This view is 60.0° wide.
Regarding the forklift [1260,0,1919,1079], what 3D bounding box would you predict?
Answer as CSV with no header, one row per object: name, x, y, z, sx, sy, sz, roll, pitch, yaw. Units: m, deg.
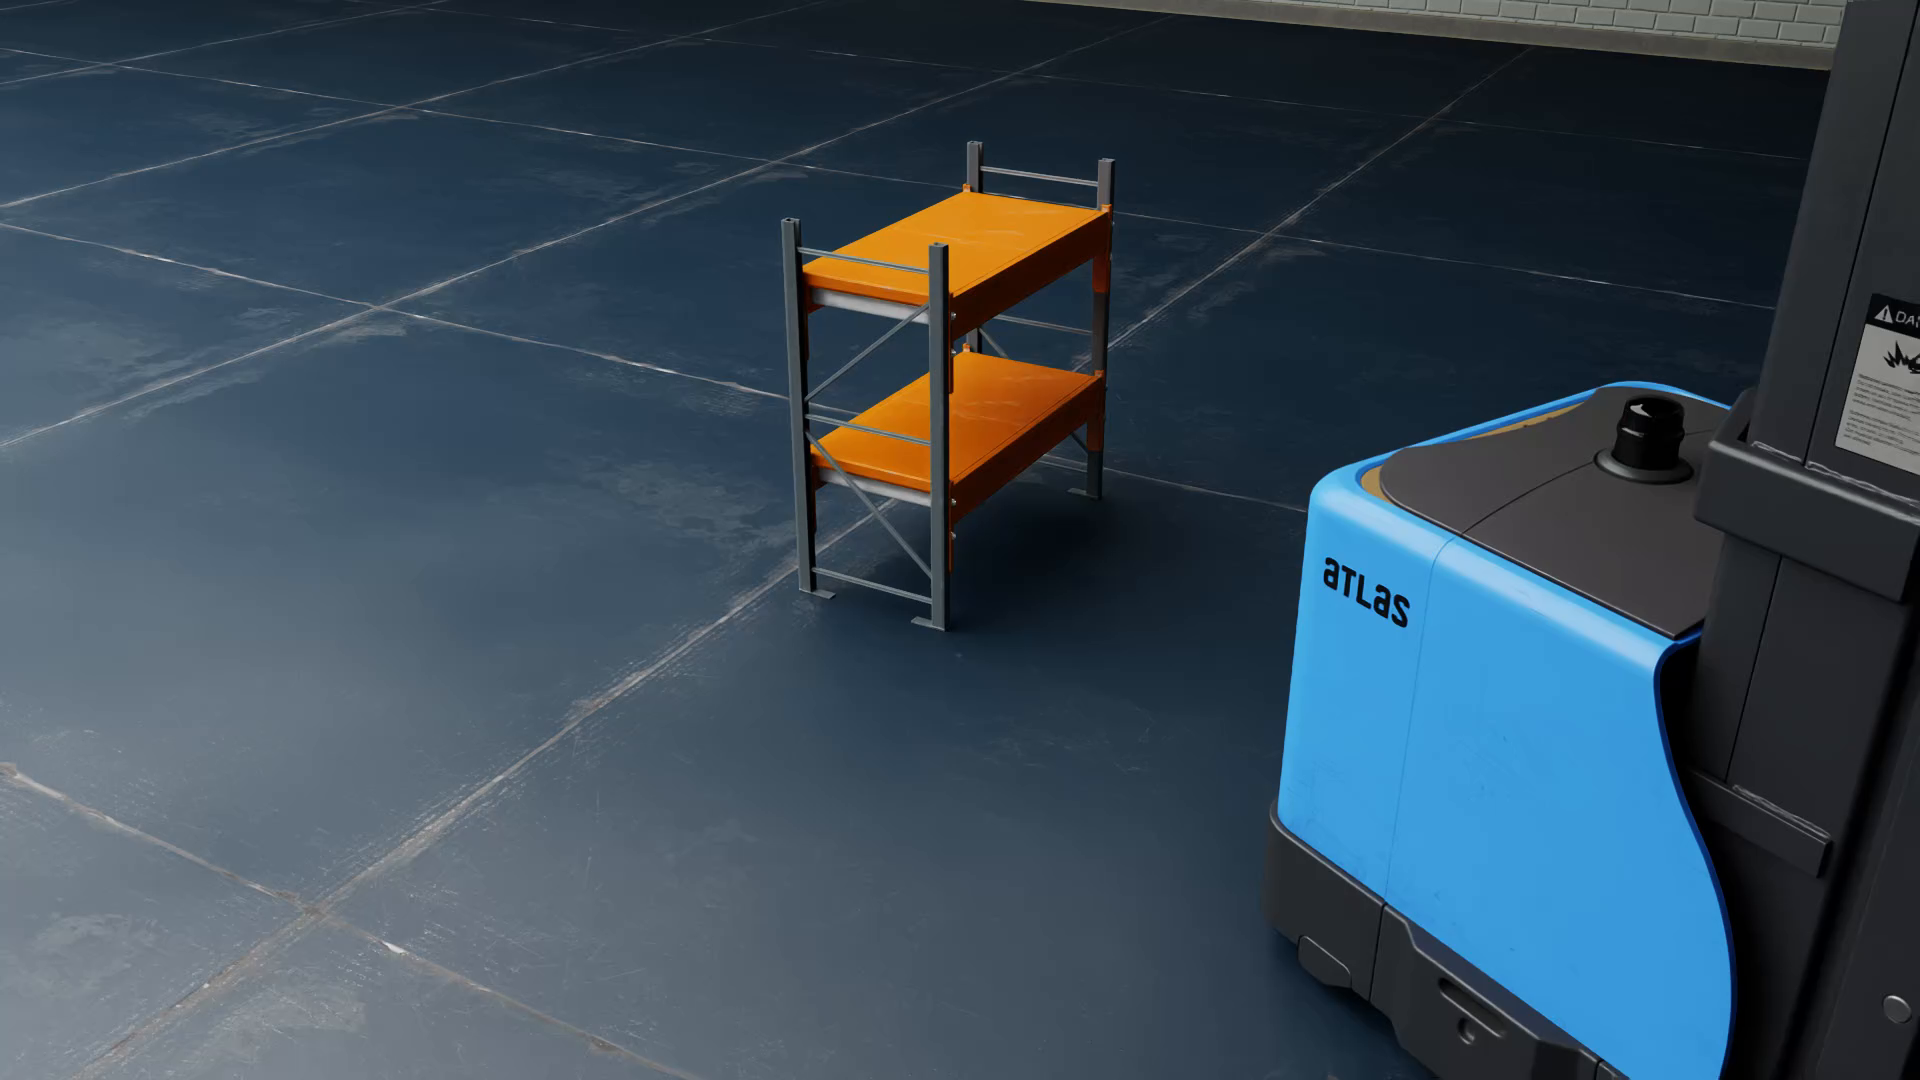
forklift,1.867,-0.040,2.056,1.130,2.935,3.031,-16,31,-29

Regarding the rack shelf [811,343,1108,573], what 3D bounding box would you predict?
rack shelf,-0.003,-0.282,5.102,0.538,0.278,1.000,14,30,26

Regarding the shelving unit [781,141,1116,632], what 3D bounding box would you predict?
shelving unit,-0.003,-0.500,4.993,0.538,1.125,1.048,14,30,26

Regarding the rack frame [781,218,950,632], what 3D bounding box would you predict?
rack frame,-0.253,-0.302,4.597,0.500,1.125,0.032,14,30,26

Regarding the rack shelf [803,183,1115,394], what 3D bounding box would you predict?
rack shelf,-0.003,-0.762,4.862,0.538,0.278,1.000,14,30,26

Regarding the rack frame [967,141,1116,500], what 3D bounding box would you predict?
rack frame,0.247,-0.698,5.389,0.500,1.125,0.032,14,30,26
